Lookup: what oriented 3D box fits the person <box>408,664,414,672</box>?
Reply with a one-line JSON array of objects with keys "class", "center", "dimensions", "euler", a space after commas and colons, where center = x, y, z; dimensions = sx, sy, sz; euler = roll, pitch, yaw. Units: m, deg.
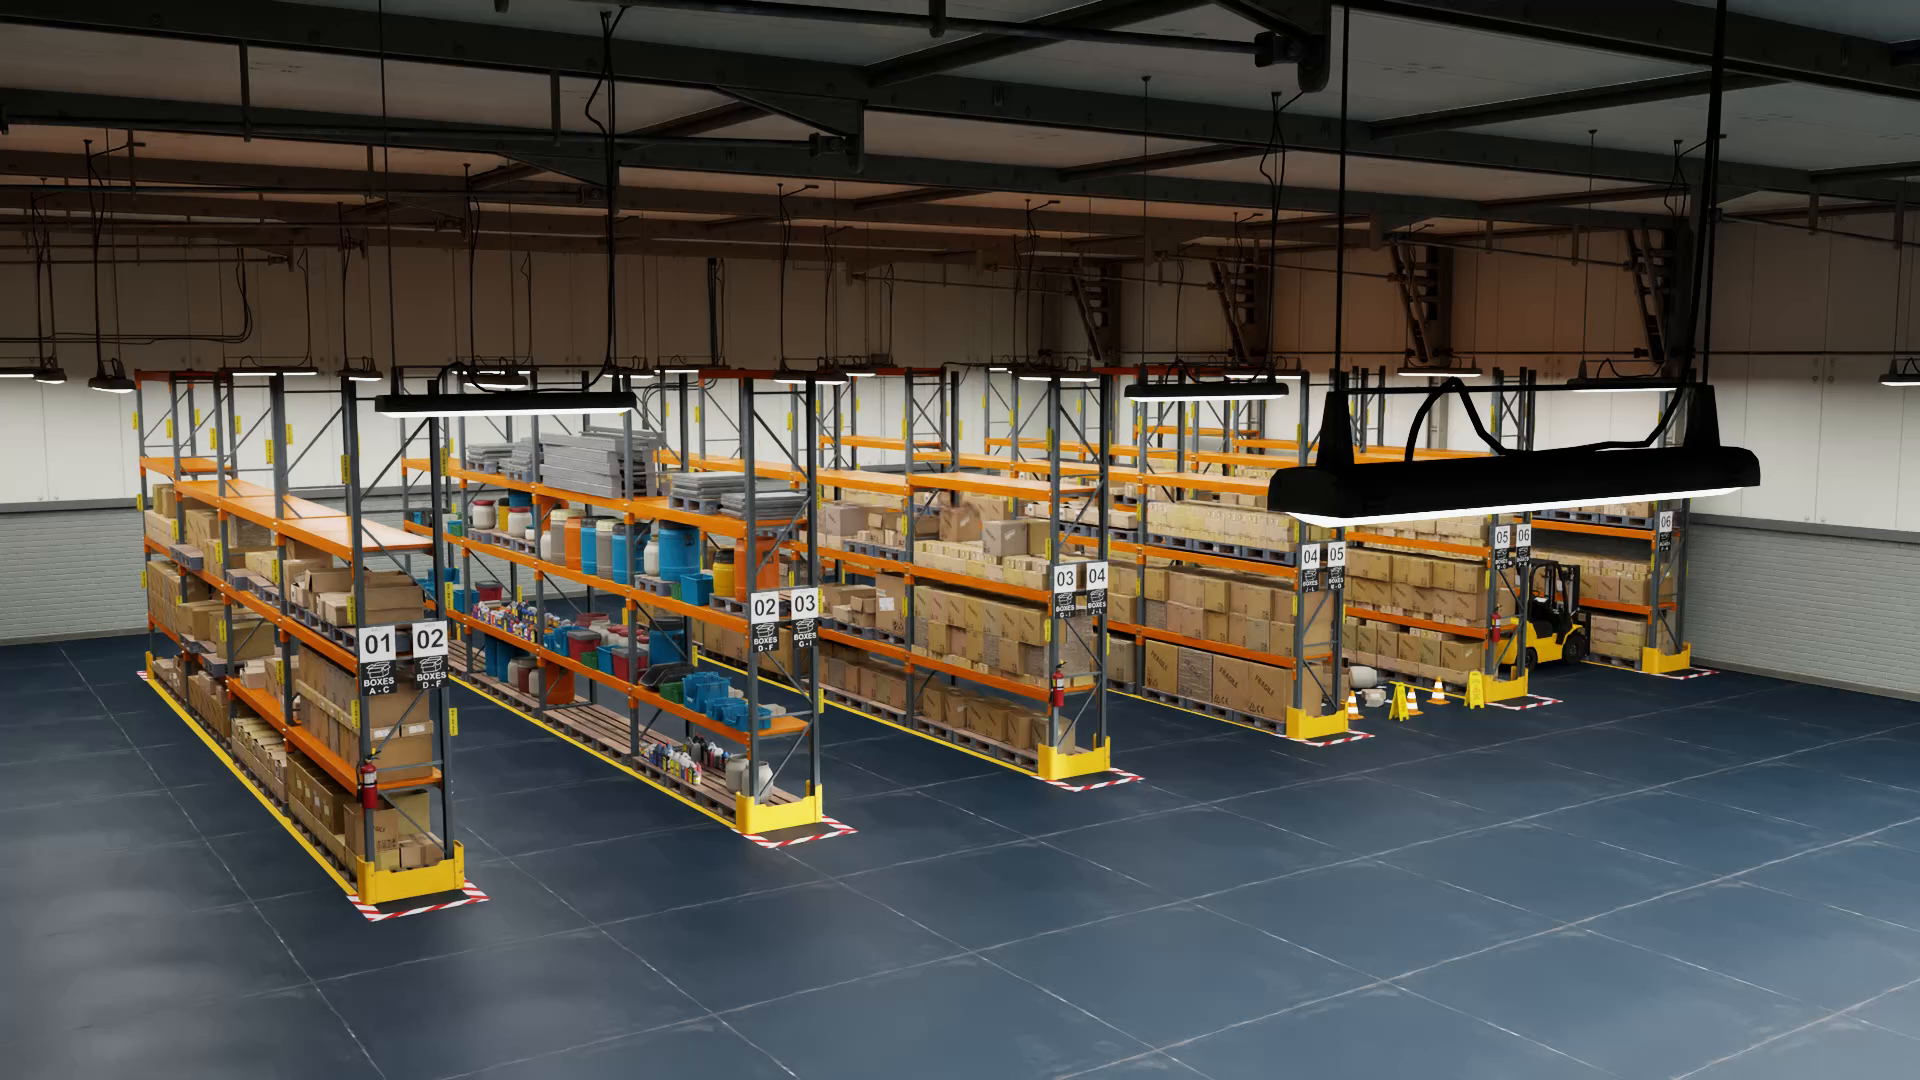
[{"class": "person", "center": [-9.734, 2.182, 29.872], "dimensions": [0.560, 1.581, 0.693], "euler": [-3, 7, -24]}]

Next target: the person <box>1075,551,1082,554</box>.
[{"class": "person", "center": [2.746, 1.148, 38.141], "dimensions": [0.457, 1.775, 0.573], "euler": [2, 7, 18]}]
